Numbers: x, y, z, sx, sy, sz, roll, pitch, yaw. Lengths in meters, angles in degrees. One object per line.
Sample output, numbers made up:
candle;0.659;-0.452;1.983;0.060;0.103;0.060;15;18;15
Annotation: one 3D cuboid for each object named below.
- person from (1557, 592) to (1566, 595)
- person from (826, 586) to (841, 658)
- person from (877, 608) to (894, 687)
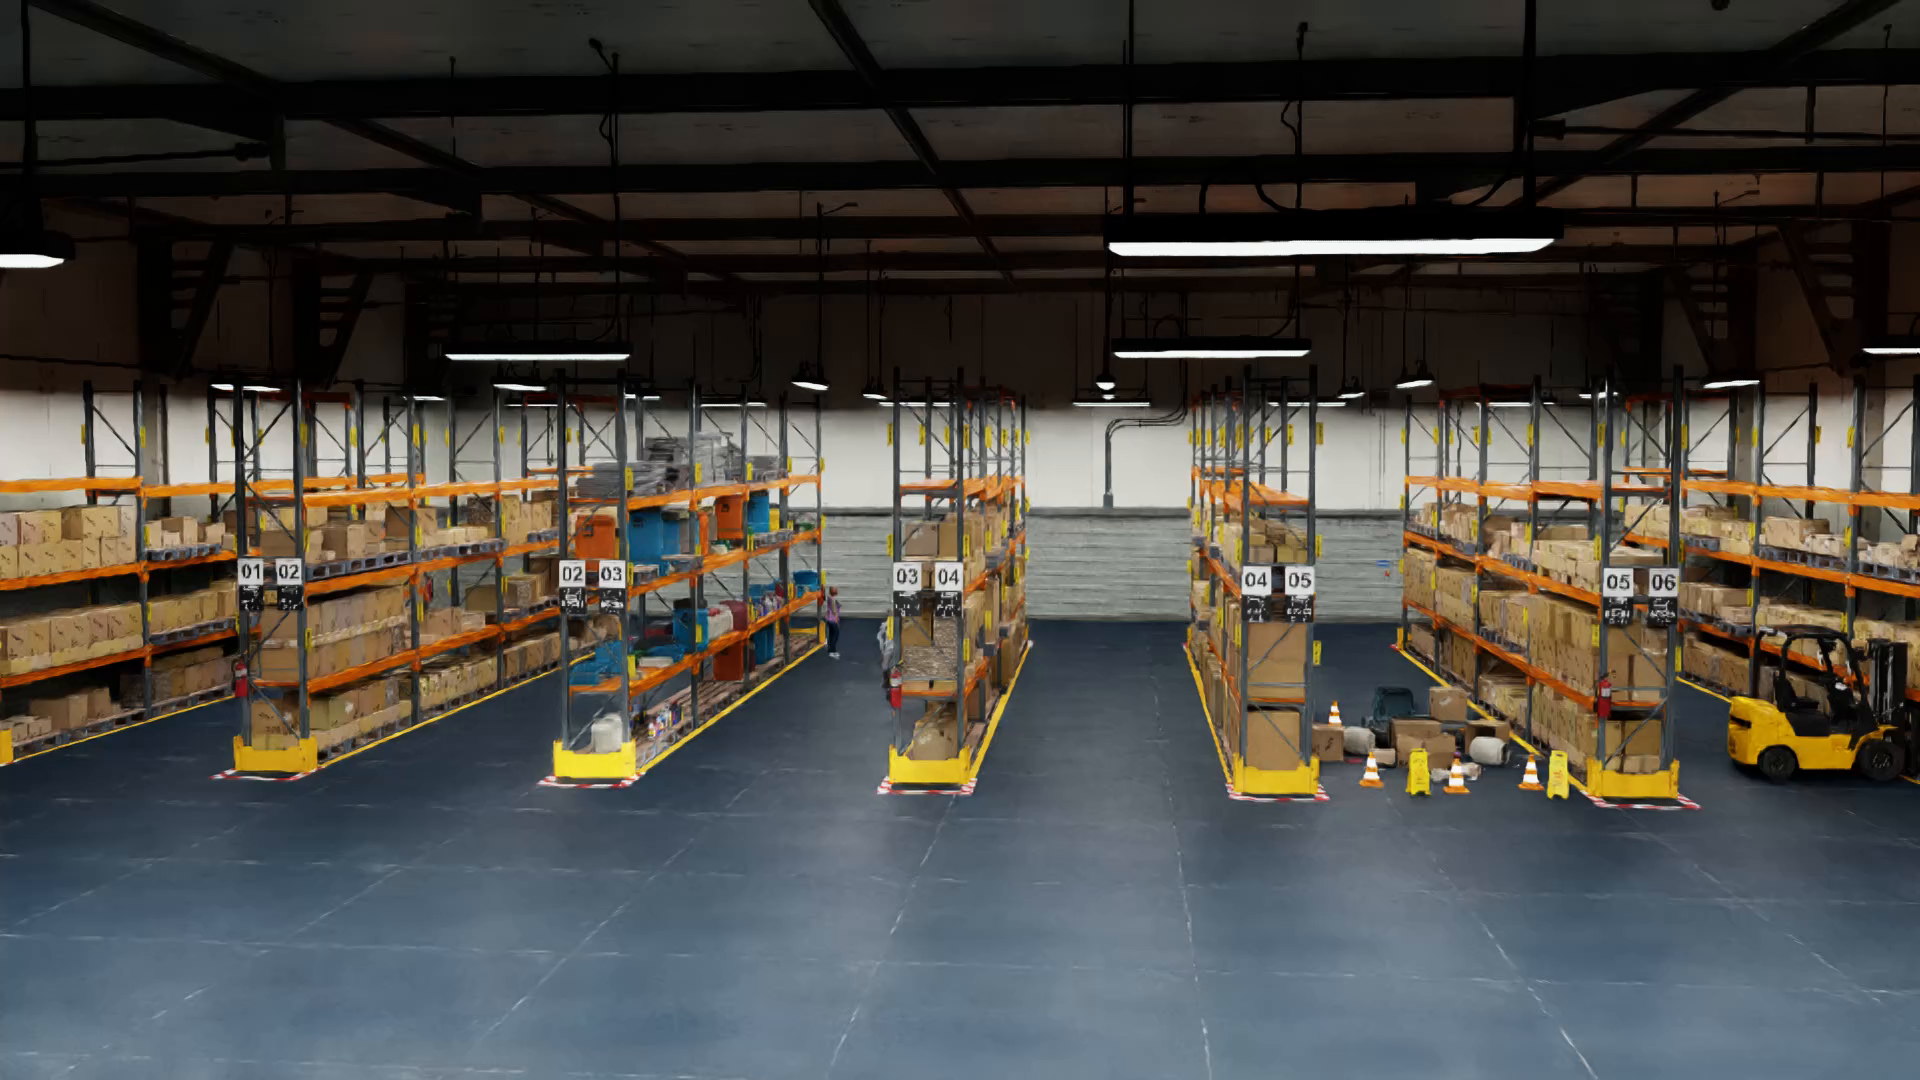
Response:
person;14.468;1.665;39.598;0.587;1.773;0.691;-1;4;-22
person;-2.873;1.867;37.869;0.346;1.642;0.482;-2;4;-23
person;-1.325;2.144;33.008;0.639;1.632;0.512;0;4;3
